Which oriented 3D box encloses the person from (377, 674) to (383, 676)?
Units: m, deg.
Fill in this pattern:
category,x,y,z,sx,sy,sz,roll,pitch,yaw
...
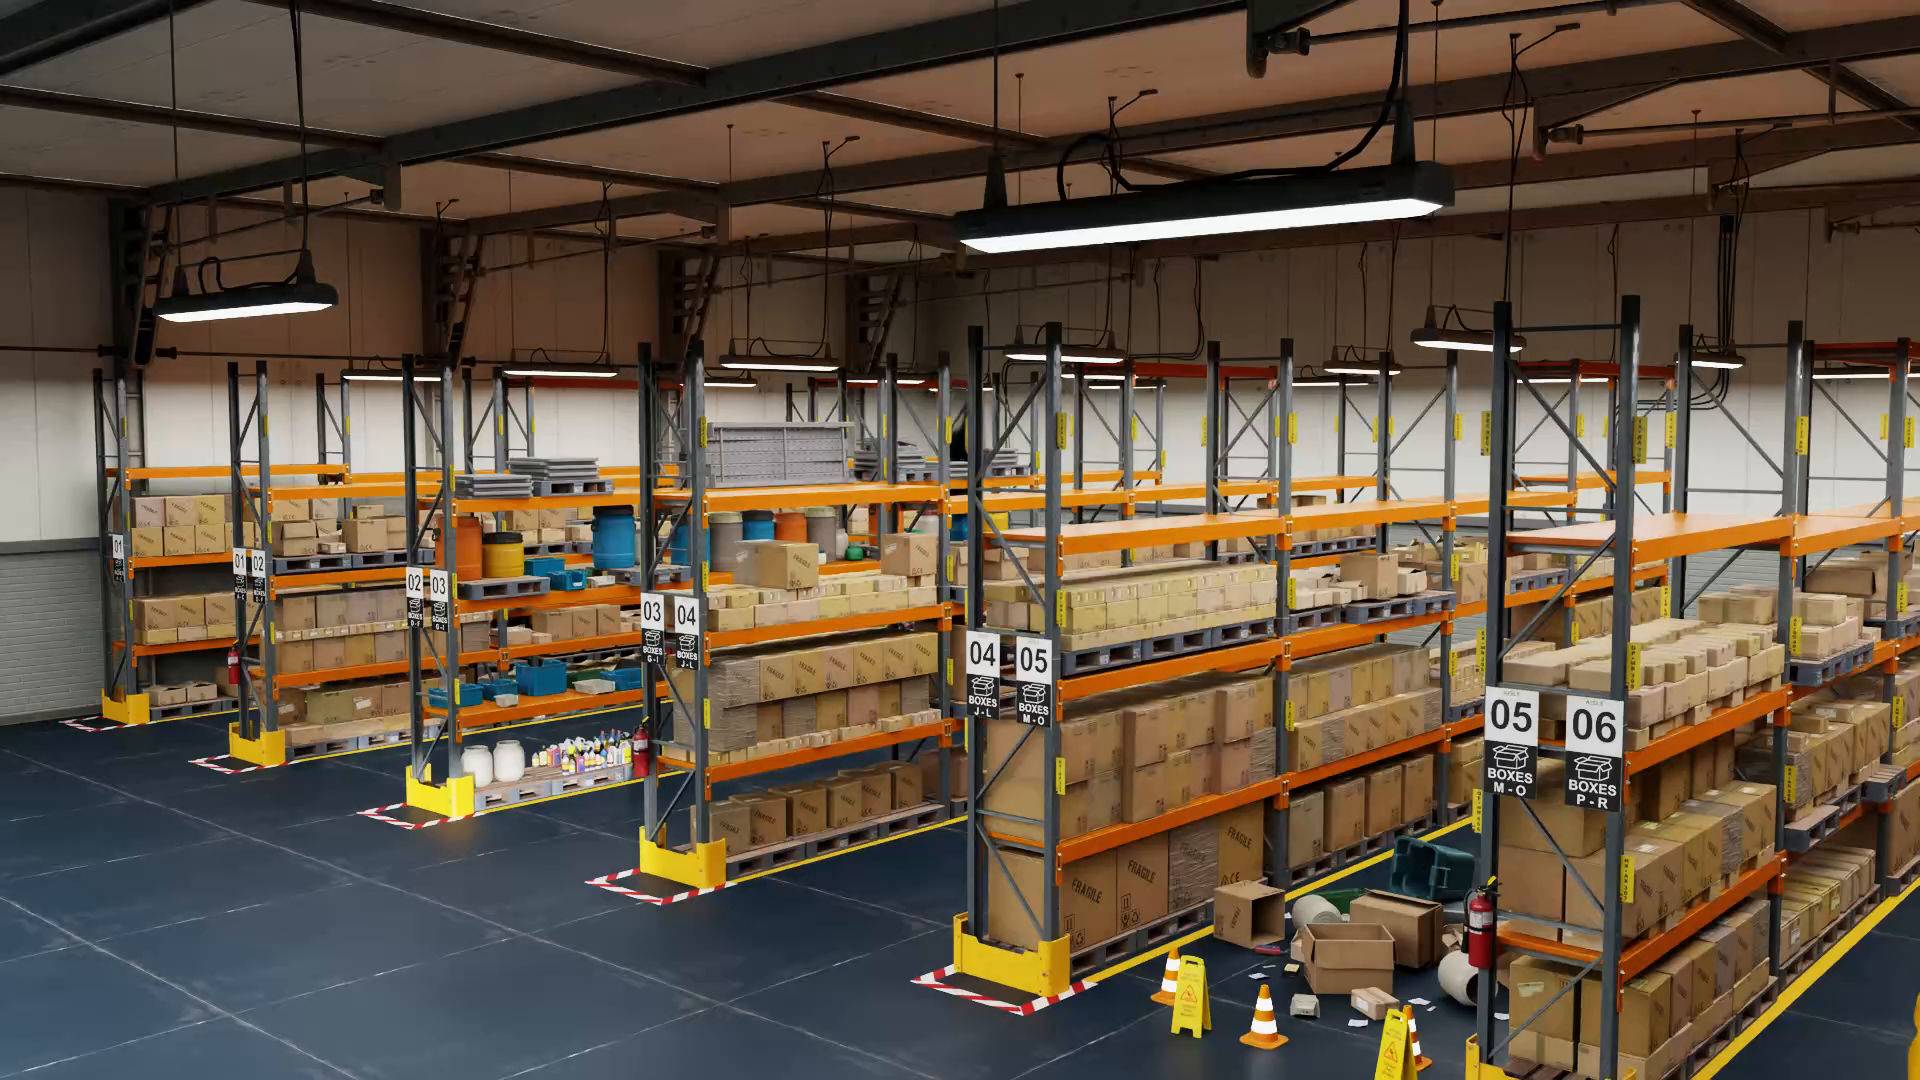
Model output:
category,x,y,z,sx,sy,sz,roll,pitch,yaw
person,-10.222,2.116,29.408,0.644,1.839,0.826,2,4,20
